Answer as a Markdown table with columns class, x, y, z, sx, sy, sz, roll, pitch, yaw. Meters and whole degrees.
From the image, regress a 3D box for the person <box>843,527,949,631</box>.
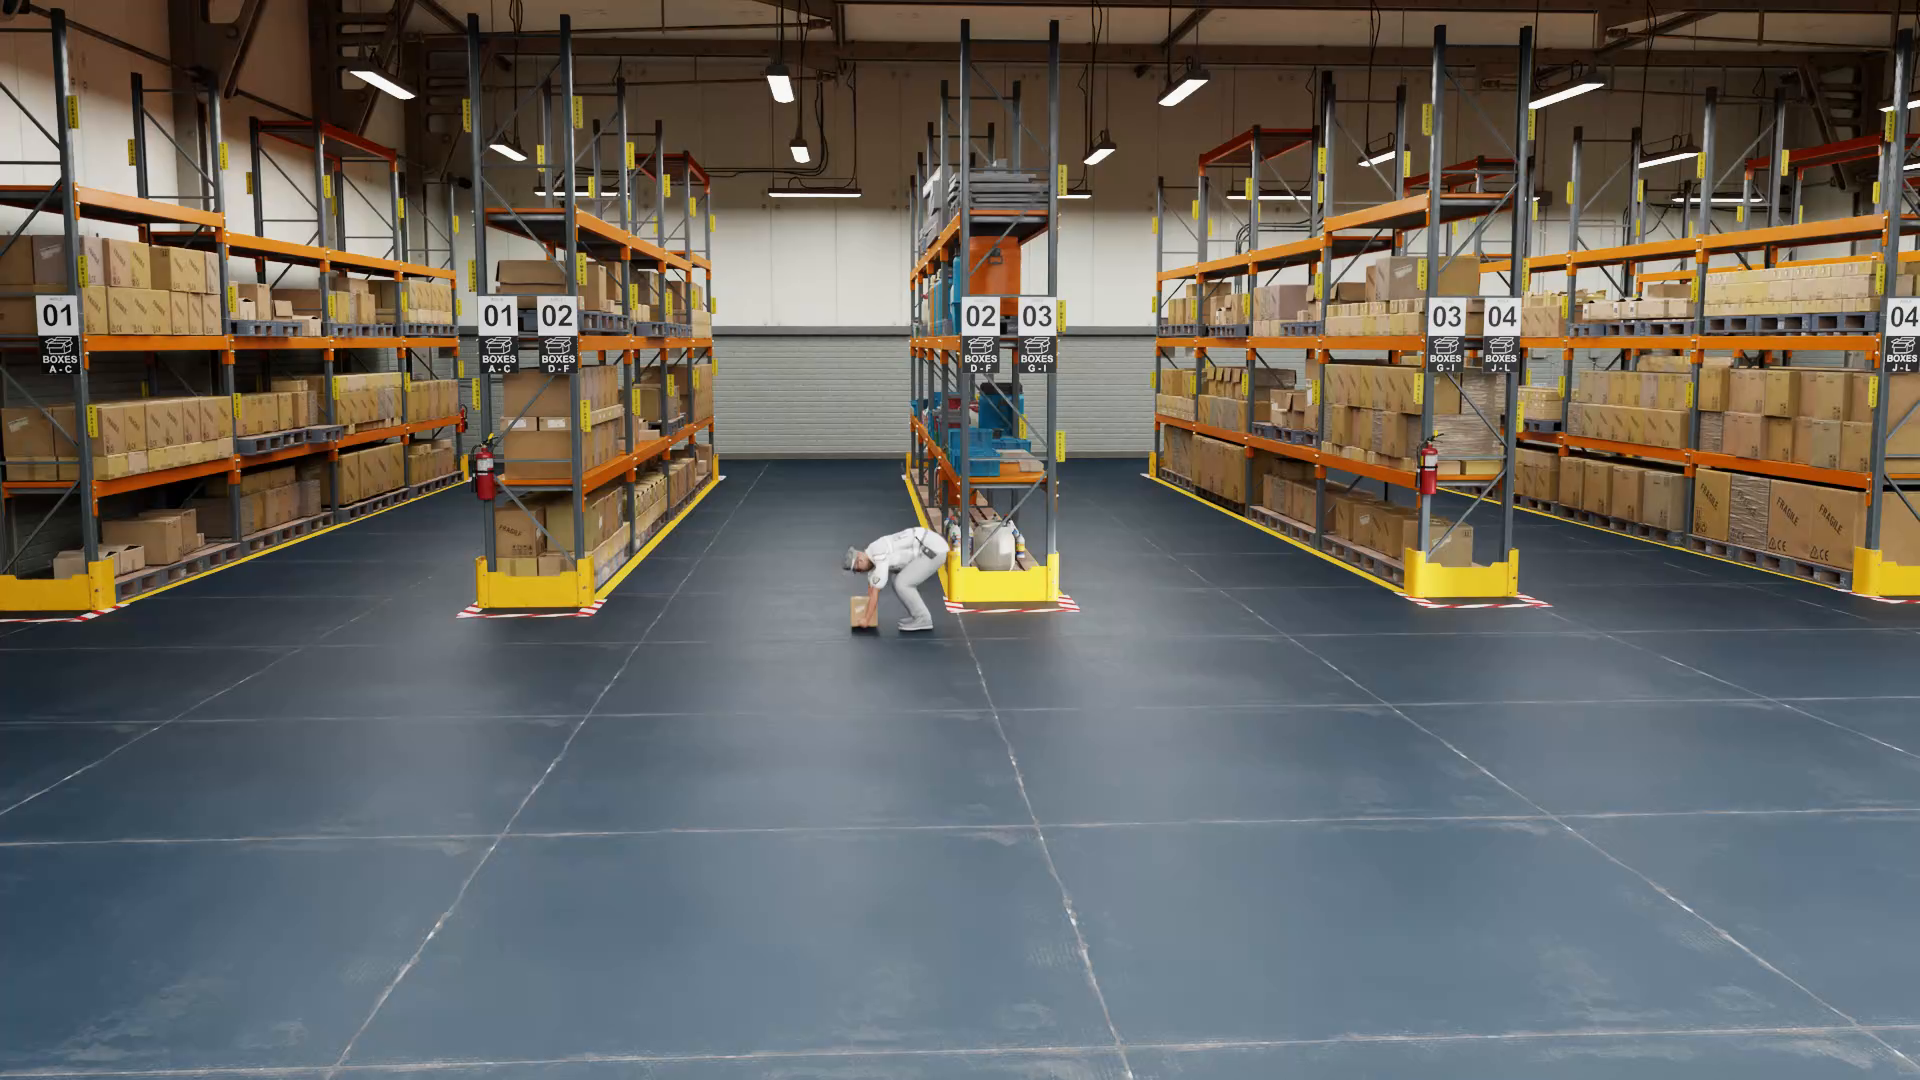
| class | x | y | z | sx | sy | sz | roll | pitch | yaw |
| --- | --- | --- | --- | --- | --- | --- | --- | --- | --- |
| person | -0.614 | 0.371 | 15.928 | 1.021 | 0.966 | 0.540 | -1 | 7 | -6 |
